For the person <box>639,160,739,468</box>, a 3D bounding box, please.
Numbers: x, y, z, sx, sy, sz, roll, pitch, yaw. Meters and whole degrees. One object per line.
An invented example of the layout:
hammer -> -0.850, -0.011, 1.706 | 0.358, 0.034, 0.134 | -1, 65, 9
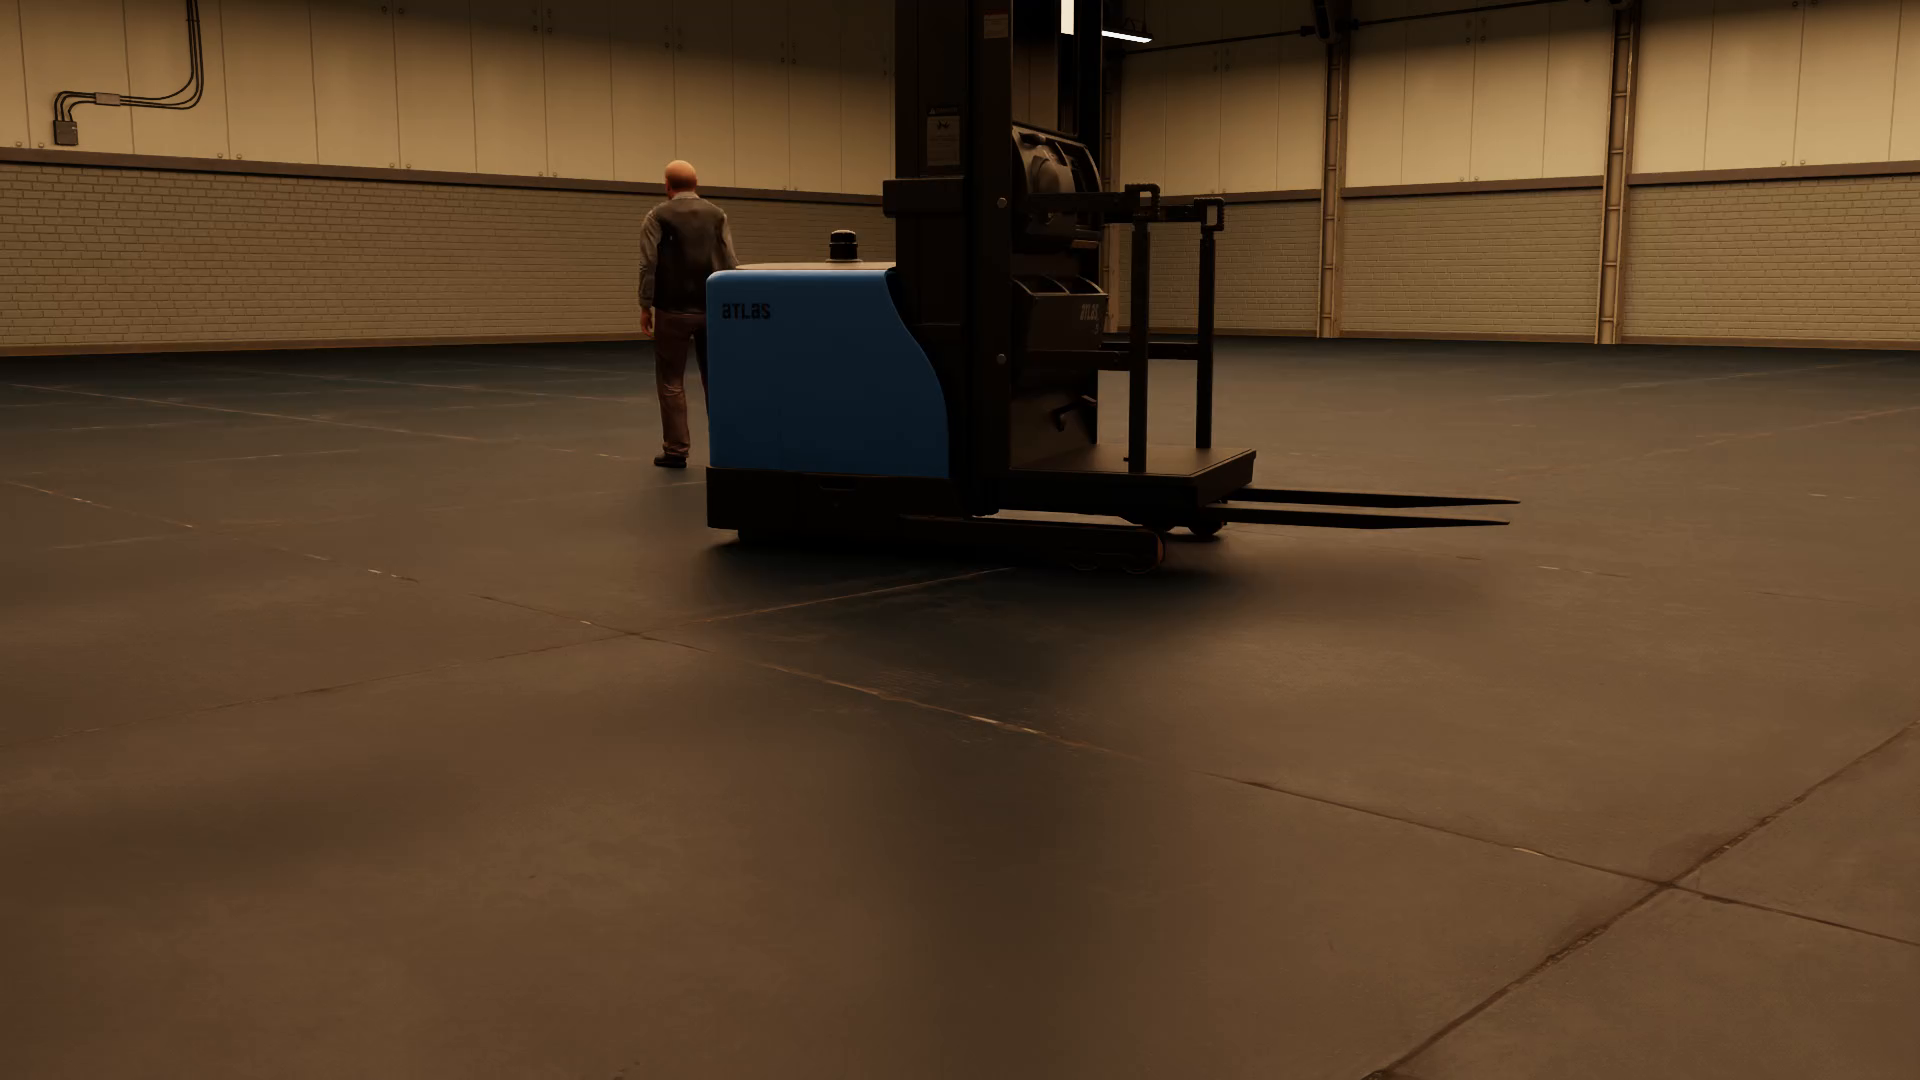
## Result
person -> -1.528, -1.278, 9.435 | 0.581, 1.719, 0.413 | -4, 10, -26

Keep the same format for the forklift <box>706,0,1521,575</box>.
forklift -> 0.565, -1.416, 6.275 | 3.031, 2.935, 1.130 | 3, 9, 22
